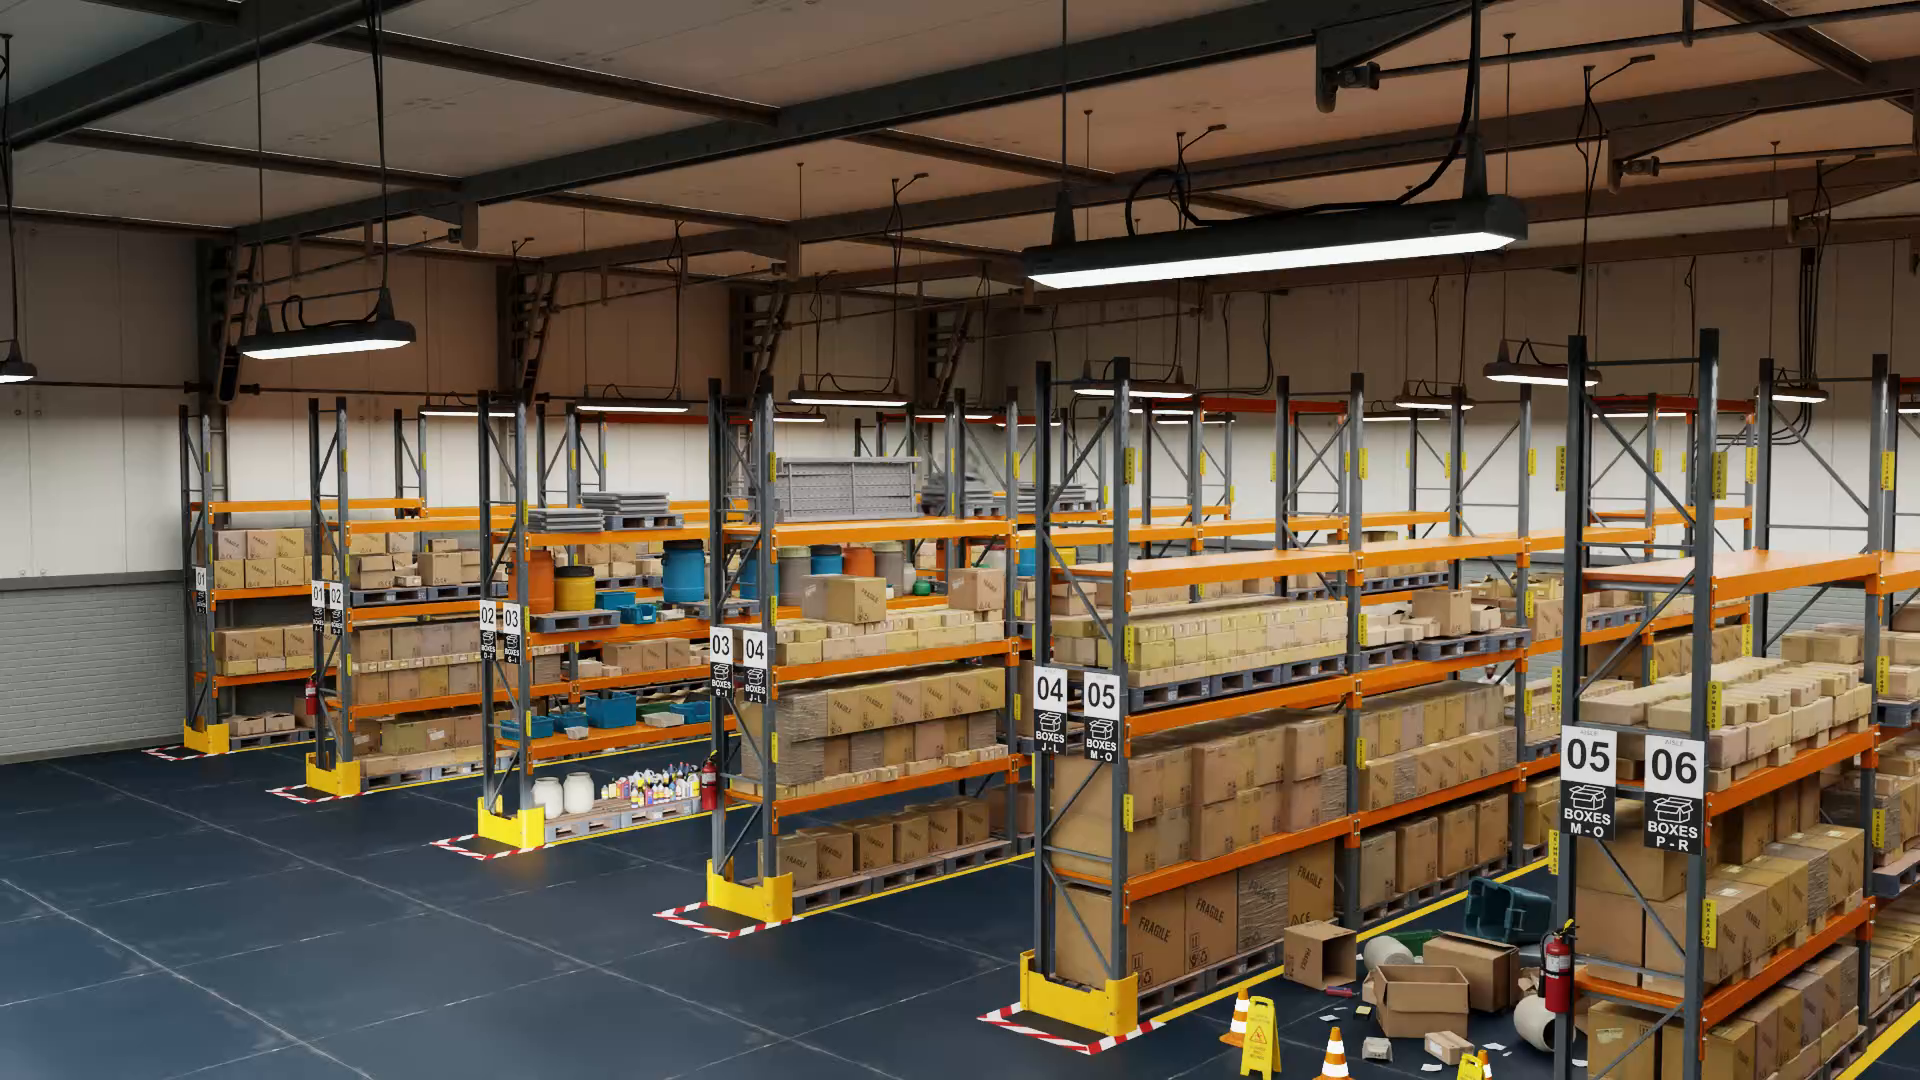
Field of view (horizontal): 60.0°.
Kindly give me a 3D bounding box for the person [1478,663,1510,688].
[{"bbox_3d":[8.967,2.854,28.050,0.610,1.653,0.520,2,4,34],"label":"person"}]
